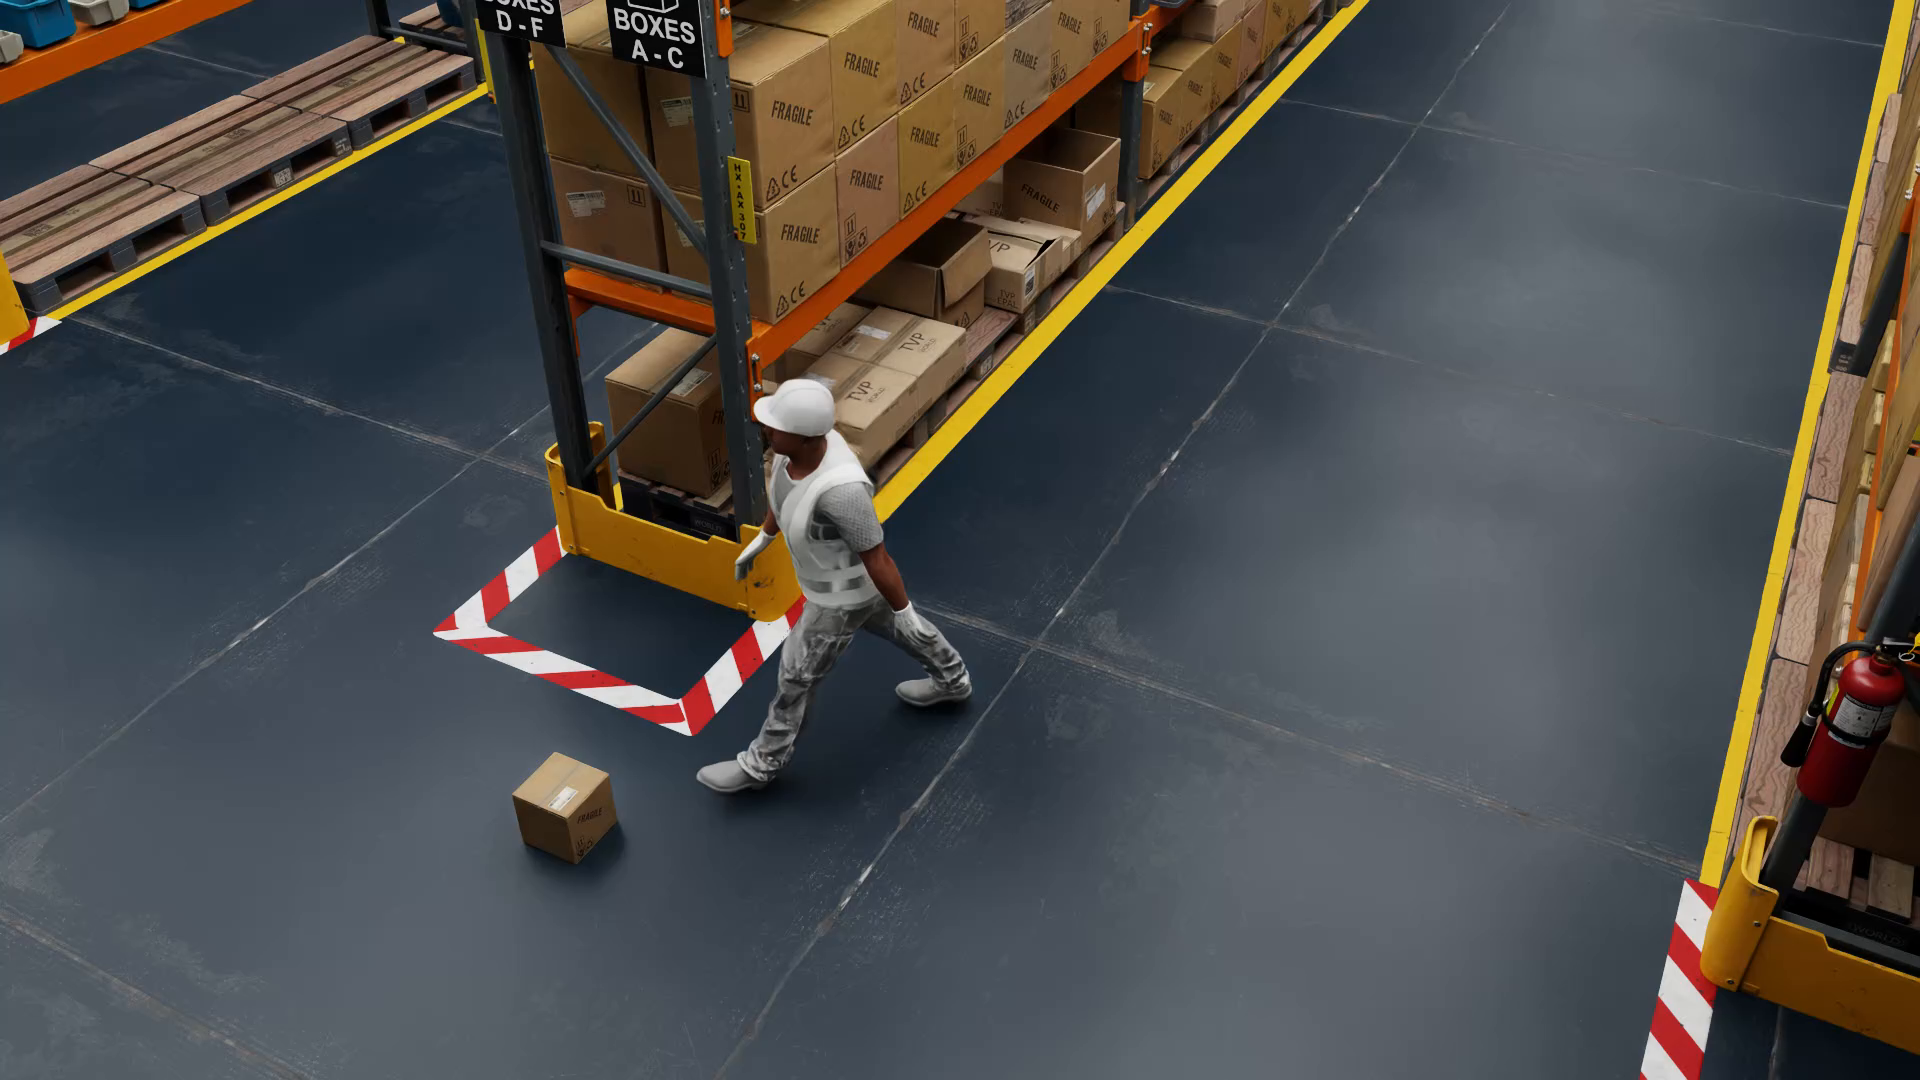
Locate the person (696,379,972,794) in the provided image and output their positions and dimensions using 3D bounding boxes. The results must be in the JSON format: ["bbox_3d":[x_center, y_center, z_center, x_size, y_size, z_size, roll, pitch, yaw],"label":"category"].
[{"bbox_3d":[-0.473,0.143,5.998,1.151,1.708,0.660,-11,39,-14],"label":"person"}]
